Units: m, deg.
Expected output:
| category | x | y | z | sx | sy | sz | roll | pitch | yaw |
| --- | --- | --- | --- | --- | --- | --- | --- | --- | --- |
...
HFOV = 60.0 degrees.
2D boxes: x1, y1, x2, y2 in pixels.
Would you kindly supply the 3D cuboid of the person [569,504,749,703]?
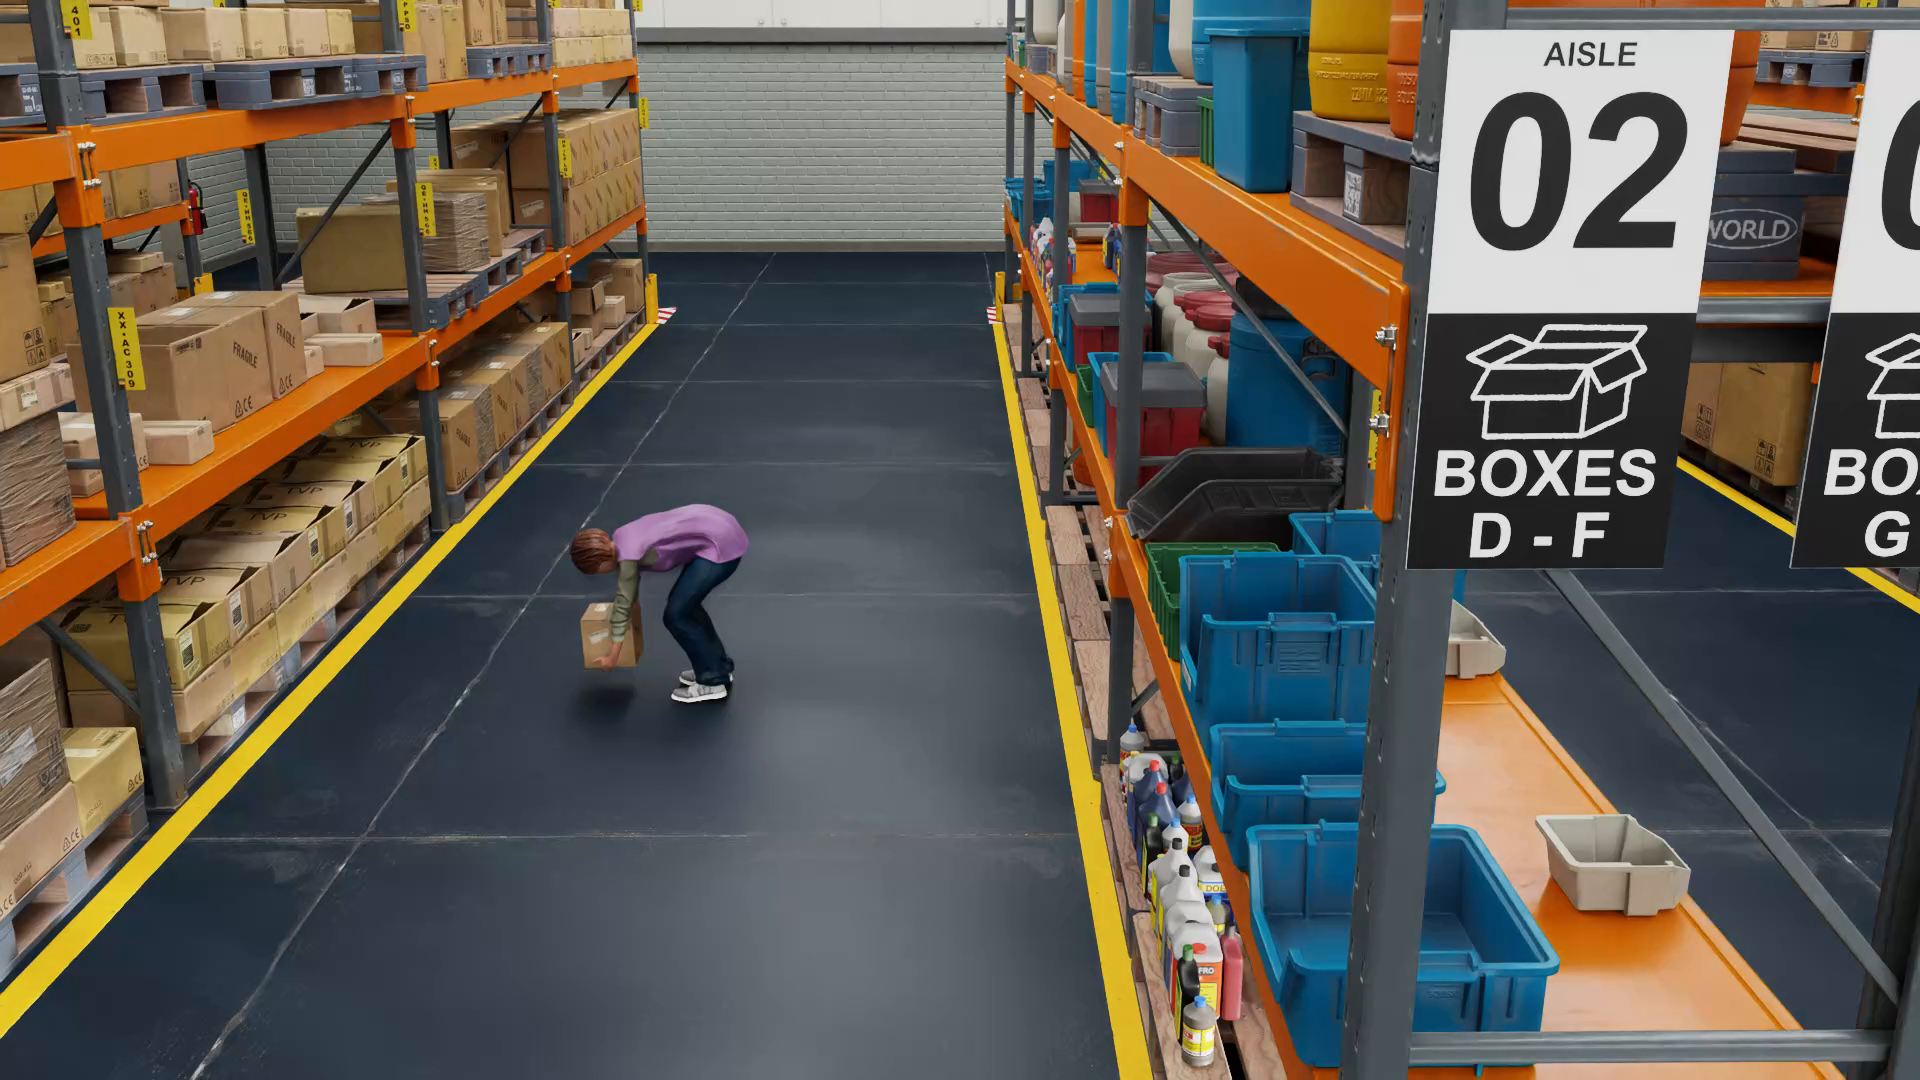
| category | x | y | z | sx | sy | sz | roll | pitch | yaw |
| --- | --- | --- | --- | --- | --- | --- | --- | --- | --- |
| person | -1.461 | 0.303 | 8.165 | 0.868 | 0.959 | 0.409 | -1 | 17 | -3 |
